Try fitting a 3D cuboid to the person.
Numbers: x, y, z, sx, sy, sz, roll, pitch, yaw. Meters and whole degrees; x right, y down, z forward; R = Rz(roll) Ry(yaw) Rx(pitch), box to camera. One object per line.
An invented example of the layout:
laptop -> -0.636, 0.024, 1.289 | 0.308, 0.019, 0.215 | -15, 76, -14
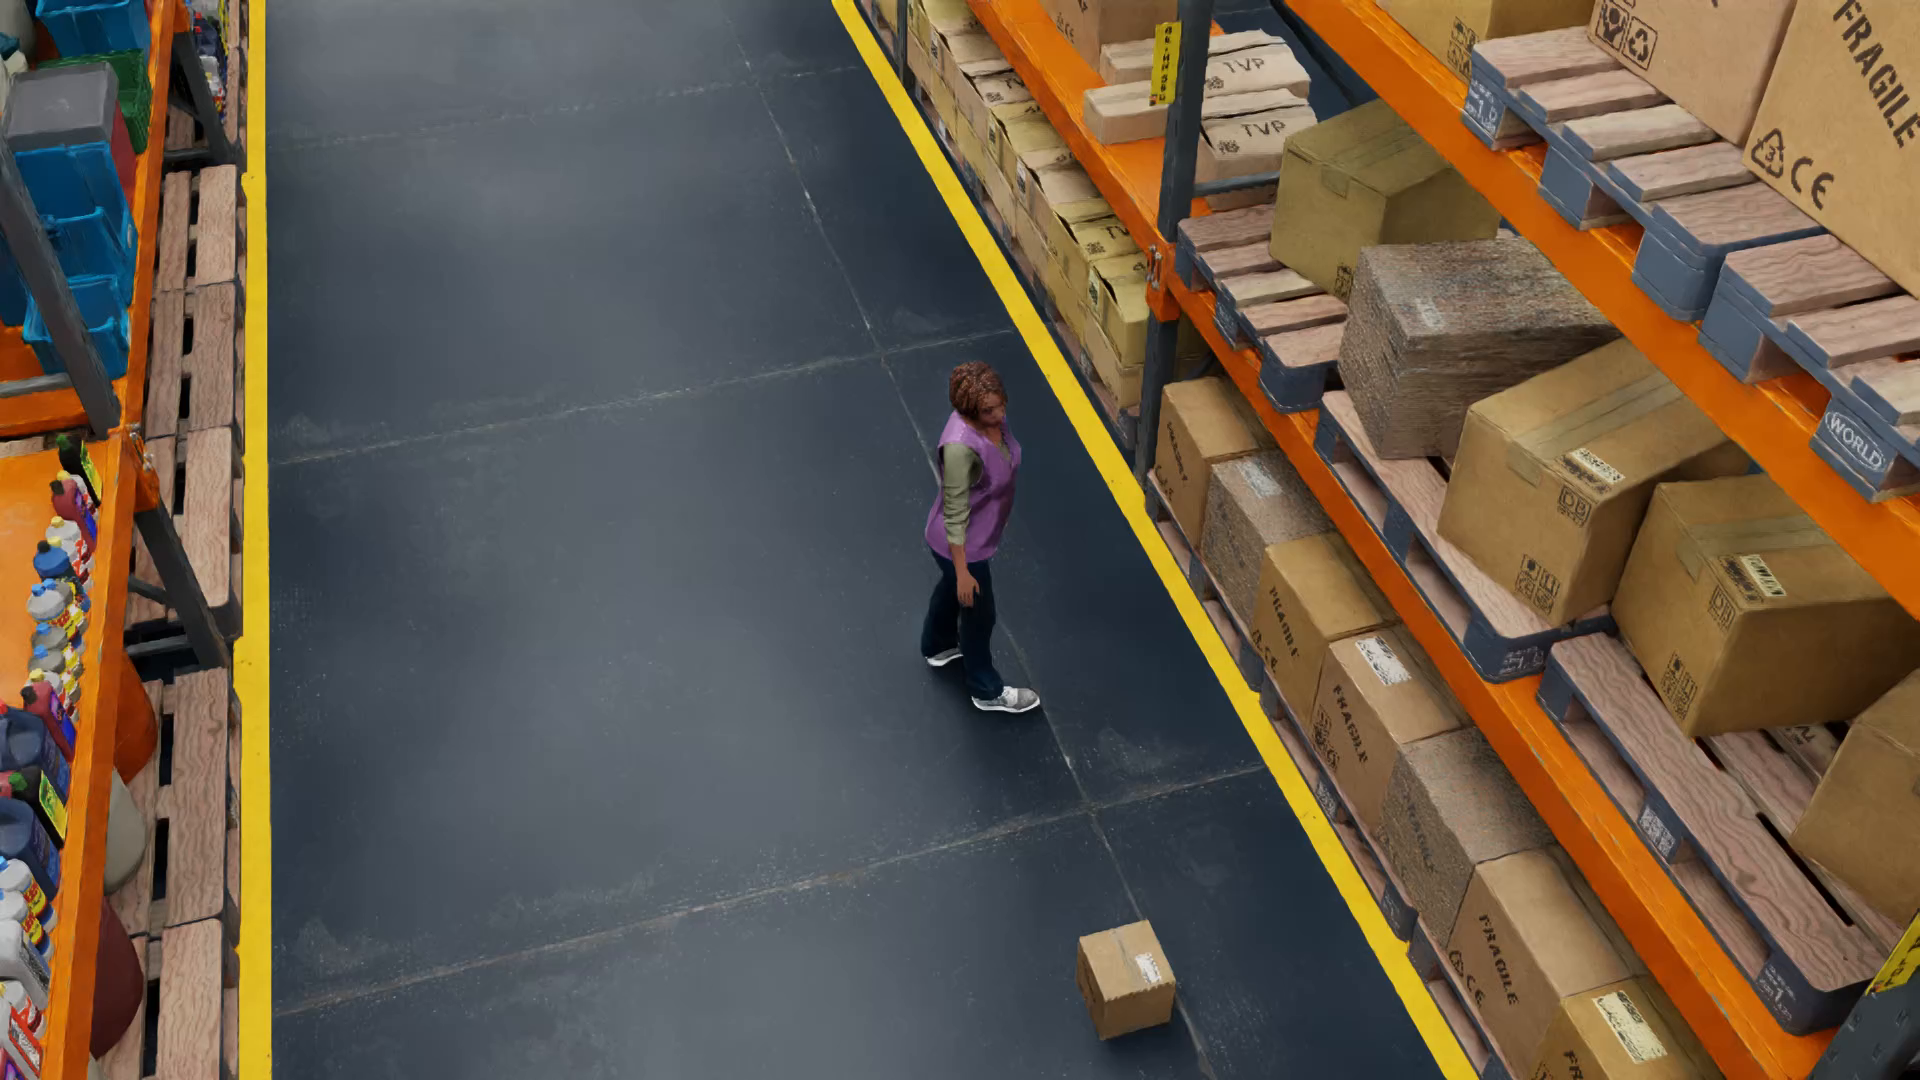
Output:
person -> 0.078, 0.000, 6.135 | 0.517, 1.595, 0.511 | 8, 43, 9
